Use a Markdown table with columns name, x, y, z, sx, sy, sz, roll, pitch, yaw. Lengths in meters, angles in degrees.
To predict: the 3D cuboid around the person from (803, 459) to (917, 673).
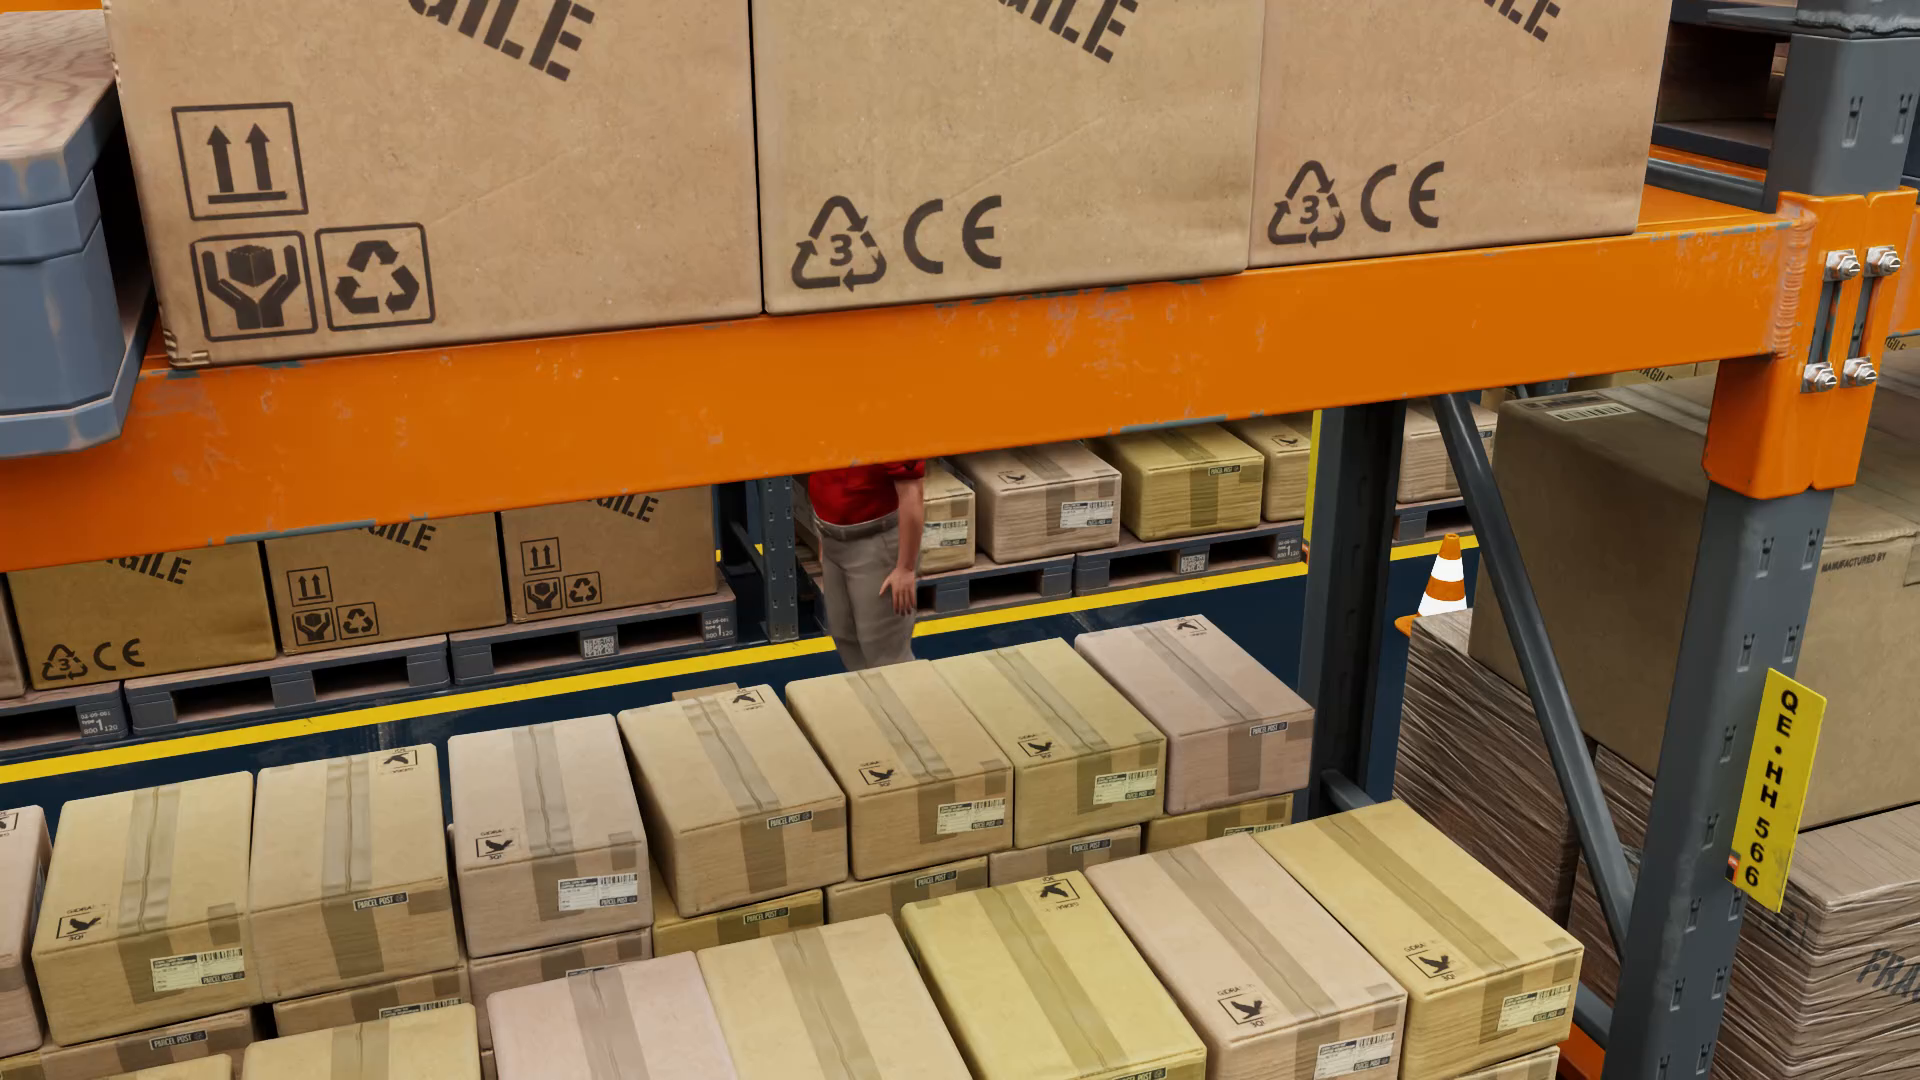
| name | x | y | z | sx | sy | sz | roll | pitch | yaw |
| --- | --- | --- | --- | --- | --- | --- | --- | --- | --- |
| person | -0.362 | 0.033 | 5.988 | 0.374 | 1.736 | 0.584 | -11 | 25 | -25 |
